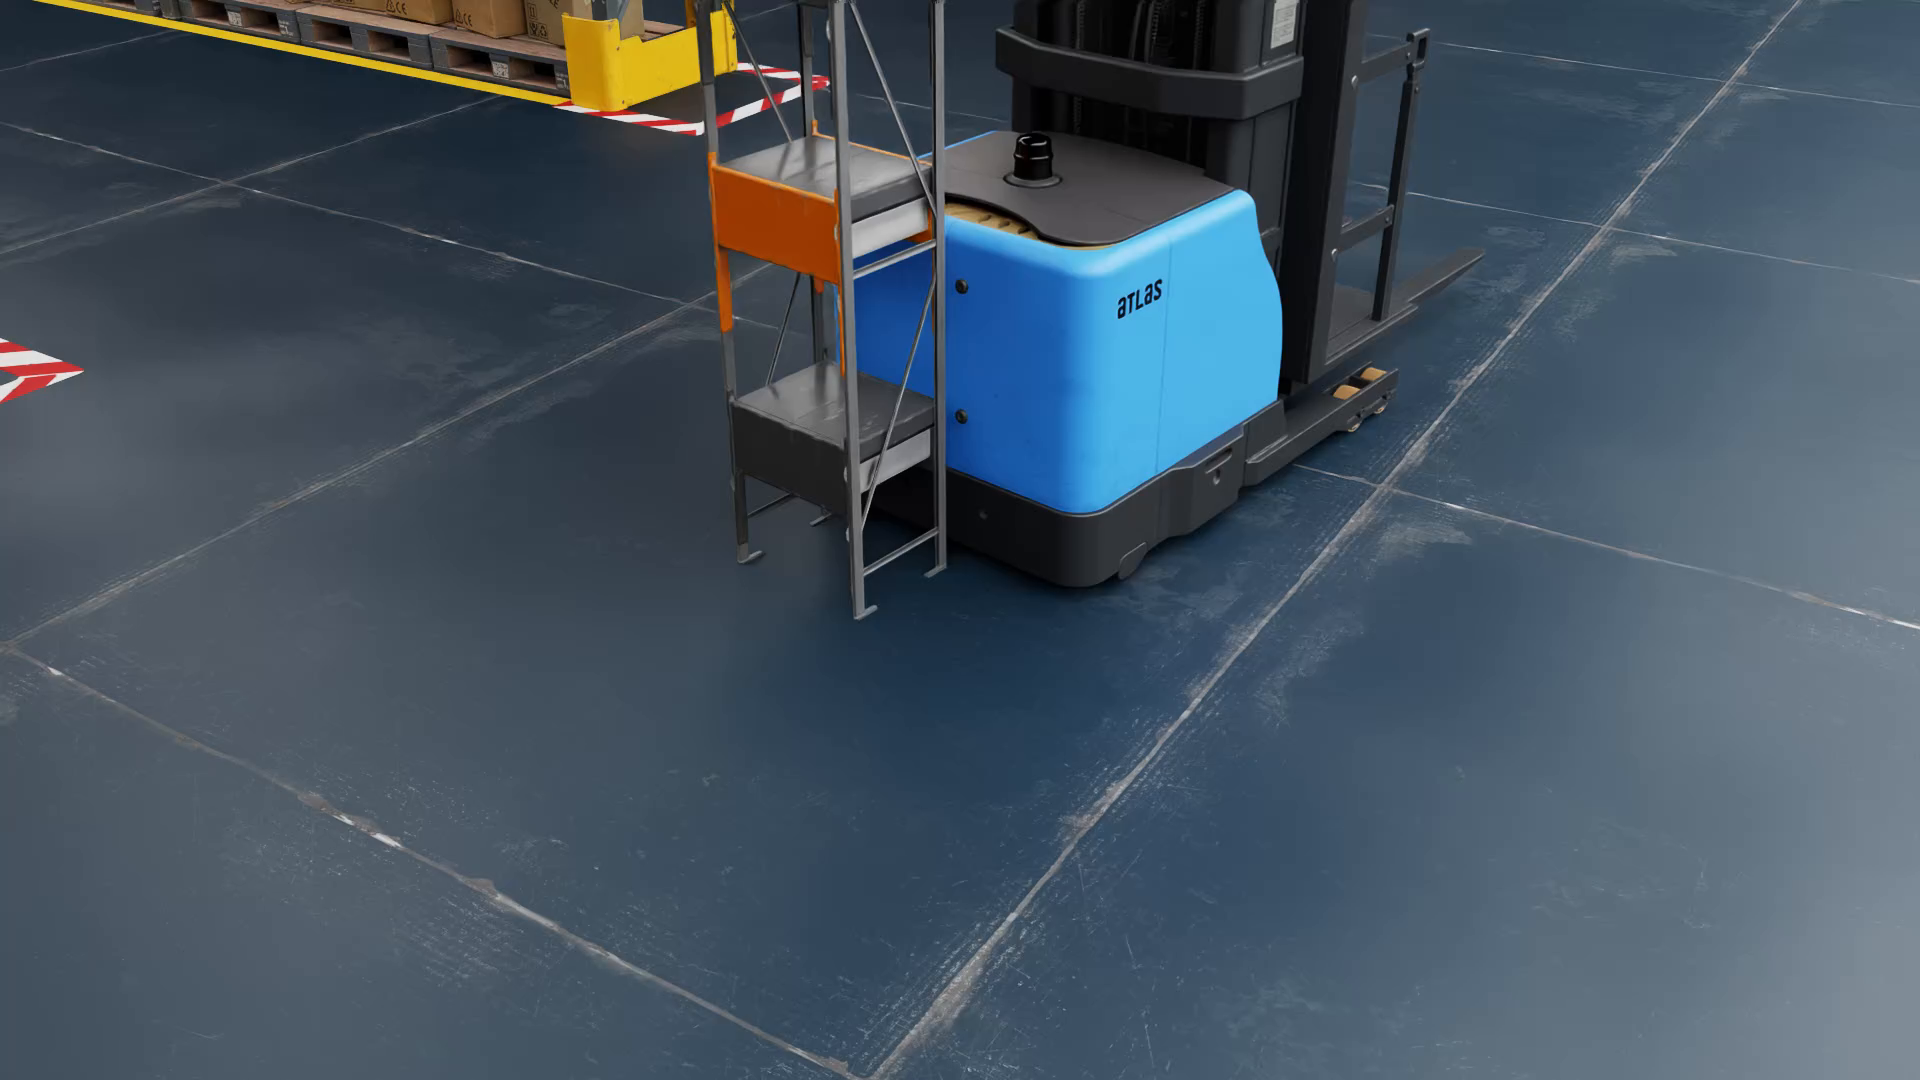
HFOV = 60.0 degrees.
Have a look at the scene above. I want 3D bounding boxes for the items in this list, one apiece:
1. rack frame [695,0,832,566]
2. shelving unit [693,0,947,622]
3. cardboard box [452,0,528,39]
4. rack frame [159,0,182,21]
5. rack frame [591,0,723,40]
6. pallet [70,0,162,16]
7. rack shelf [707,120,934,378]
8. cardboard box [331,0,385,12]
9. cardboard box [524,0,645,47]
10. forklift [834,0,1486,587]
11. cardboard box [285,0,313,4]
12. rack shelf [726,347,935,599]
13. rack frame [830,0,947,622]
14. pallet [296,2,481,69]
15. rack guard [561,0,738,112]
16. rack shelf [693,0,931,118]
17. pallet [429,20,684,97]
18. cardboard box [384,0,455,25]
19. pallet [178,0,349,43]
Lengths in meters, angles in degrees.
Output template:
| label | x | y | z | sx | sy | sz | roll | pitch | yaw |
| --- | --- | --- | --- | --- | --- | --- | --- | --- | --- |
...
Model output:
| label | x | y | z | sx | sy | sz | roll | pitch | yaw |
| --- | --- | --- | --- | --- | --- | --- | --- | --- | --- |
| rack frame | -0.549 | -0.906 | 4.720 | 0.015 | 2.100 | 0.400 | 23 | 37 | 34 |
| shelving unit | -0.362 | -0.827 | 4.584 | 0.503 | 2.100 | 0.431 | 23 | 37 | 34 |
| cardboard box | -2.776 | -3.399 | 10.163 | 0.500 | 0.500 | 0.500 | -25 | 38 | -36 |
| rack frame | -5.120 | -5.049 | 10.928 | 0.127 | 3.000 | 1.000 | 18 | 35 | 27 |
| rack frame | -1.732 | -3.977 | 9.091 | 0.127 | 3.000 | 1.000 | 18 | 35 | 27 |
| pallet | -5.780 | -4.052 | 11.987 | 1.213 | 0.211 | 1.003 | 18 | 35 | 27 |
| rack shelf | -0.362 | -0.815 | 4.590 | 0.480 | 0.518 | 0.431 | 23 | 37 | 34 |
| cardboard box | -3.745 | -3.743 | 10.754 | 0.500 | 0.500 | 0.500 | 14 | 33 | 23 |
| cardboard box | -2.252 | -3.254 | 9.914 | 0.500 | 0.500 | 0.500 | 25 | 39 | 36 |
| forklift | 0.935 | -1.795 | 5.418 | 1.130 | 2.935 | 3.031 | 23 | 37 | 34 |
| cardboard box | -4.313 | -3.876 | 10.981 | 0.500 | 0.500 | 0.500 | -23 | 37 | -33 |
| rack shelf | -0.362 | -0.210 | 4.943 | 0.480 | 0.518 | 0.431 | 23 | 37 | 34 |
| rack frame | -0.176 | -0.747 | 4.447 | 0.015 | 2.100 | 0.400 | 23 | 37 | 34 |
| pallet | -3.495 | -3.353 | 10.788 | 1.213 | 0.211 | 1.003 | 18 | 35 | 27 |
| rack guard | -1.796 | -2.918 | 9.756 | 0.348 | 0.500 | 1.175 | 18 | 35 | 27 |
| rack shelf | -0.362 | -1.420 | 4.238 | 0.480 | 0.518 | 0.431 | 23 | 37 | 34 |
| pallet | -2.465 | -3.026 | 10.227 | 1.213 | 0.211 | 1.003 | 18 | 35 | 27 |
| cardboard box | -3.296 | -3.575 | 10.465 | 0.500 | 0.500 | 0.500 | 21 | 36 | 32 |
| pallet | -4.532 | -3.680 | 11.348 | 1.213 | 0.211 | 1.003 | 18 | 35 | 27 |
